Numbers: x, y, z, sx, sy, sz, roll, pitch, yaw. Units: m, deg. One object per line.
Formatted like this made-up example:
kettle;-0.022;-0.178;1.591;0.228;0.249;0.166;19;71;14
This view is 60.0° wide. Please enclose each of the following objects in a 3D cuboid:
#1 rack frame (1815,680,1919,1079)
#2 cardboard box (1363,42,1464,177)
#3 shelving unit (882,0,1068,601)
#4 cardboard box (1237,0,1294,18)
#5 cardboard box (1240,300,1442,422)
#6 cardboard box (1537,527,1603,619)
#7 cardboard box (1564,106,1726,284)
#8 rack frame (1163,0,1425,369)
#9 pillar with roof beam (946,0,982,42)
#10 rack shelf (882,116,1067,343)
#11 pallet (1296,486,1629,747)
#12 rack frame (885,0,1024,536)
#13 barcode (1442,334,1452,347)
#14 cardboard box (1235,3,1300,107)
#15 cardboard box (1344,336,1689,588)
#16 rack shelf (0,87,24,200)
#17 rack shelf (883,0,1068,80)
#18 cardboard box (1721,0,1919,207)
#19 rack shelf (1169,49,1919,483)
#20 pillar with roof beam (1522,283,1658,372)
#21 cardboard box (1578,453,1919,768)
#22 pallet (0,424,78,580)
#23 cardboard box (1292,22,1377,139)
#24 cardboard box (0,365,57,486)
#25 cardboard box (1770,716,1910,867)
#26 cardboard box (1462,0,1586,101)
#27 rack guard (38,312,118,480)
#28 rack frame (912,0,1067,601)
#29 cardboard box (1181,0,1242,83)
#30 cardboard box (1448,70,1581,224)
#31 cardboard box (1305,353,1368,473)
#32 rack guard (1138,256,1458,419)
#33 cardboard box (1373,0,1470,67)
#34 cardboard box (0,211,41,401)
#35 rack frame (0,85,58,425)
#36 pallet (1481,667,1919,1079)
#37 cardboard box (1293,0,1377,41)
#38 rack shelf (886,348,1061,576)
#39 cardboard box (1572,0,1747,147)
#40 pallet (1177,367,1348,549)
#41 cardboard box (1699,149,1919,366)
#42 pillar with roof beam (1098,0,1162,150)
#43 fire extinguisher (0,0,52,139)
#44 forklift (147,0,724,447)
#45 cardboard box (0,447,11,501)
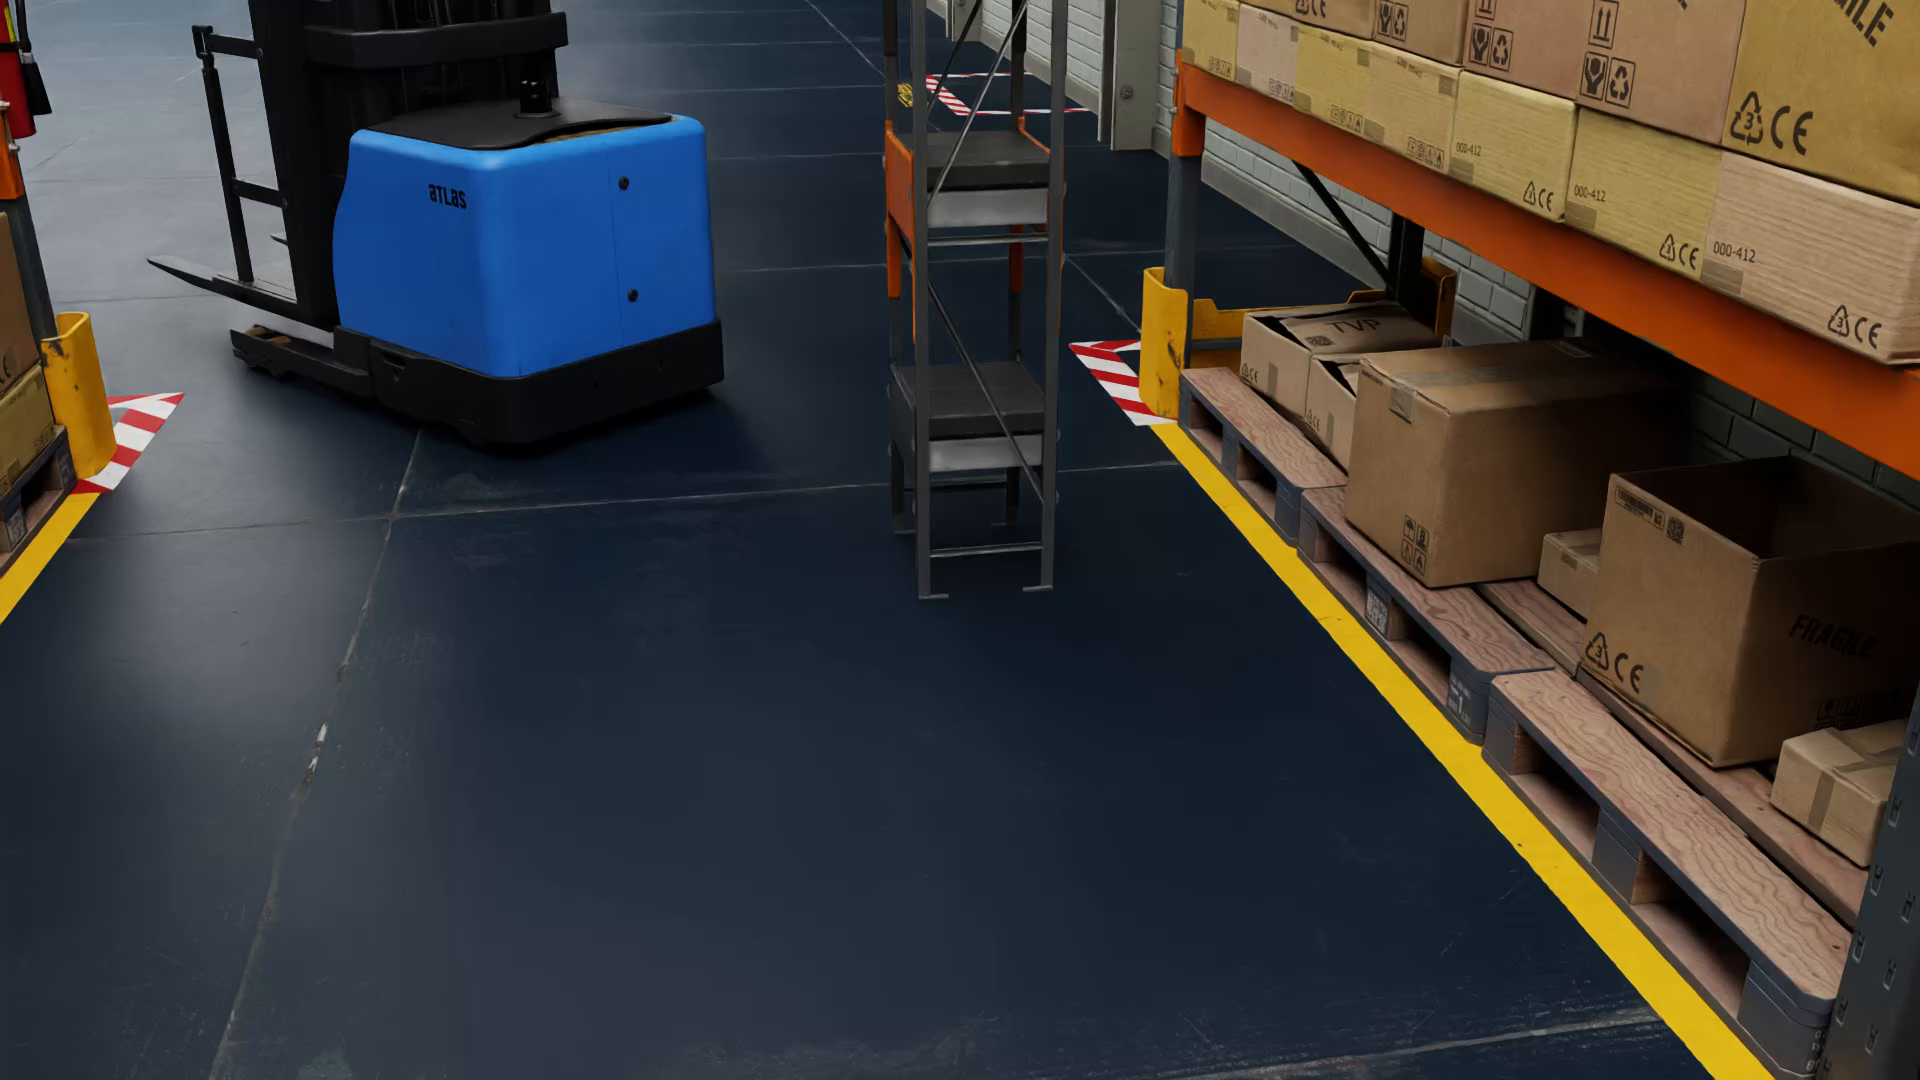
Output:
rack frame;2.021;-0.395;2.408;0.949;2.616;0.053;-4;24;-10
cardboard box;1.352;-1.091;4.163;0.500;0.250;0.500;-4;24;-9
shelving unit;0.031;-0.897;4.681;0.431;2.100;0.503;-4;24;-10
cardboard box;1.159;-1.848;4.959;0.500;0.500;0.500;-4;24;-10
cardboard box;1.324;-0.660;5.822;0.500;0.311;0.500;-7;25;-16
cardboard box;1.748;0.079;4.335;0.380;0.149;0.250;-6;24;-14
cardboard box;1.555;-0.697;3.260;0.500;0.250;0.500;-4;24;-10
rack frame;1.284;-1.969;6.011;1.000;3.000;0.127;-4;24;-10
pillar with roof beam;-4.186;-8.908;14.404;9.100;9.000;0.400;-4;24;-10
rack shelf;0.031;-0.885;4.686;0.431;0.518;0.480;-4;24;-10
pallet;1.636;0.140;4.666;1.003;0.211;1.213;-4;24;-10
rack frame;-0.015;-0.993;4.900;0.400;2.100;0.015;-4;24;-10
barcode;1.720;-0.686;5.872;0.001;0.075;0.075;-4;24;-10
cardboard box;1.173;-1.491;5.078;0.500;0.250;0.500;-5;24;-11
cardboard box;1.516;-0.230;4.602;0.700;0.500;0.500;-6;24;-13
rack shelf;-3.213;-0.485;3.511;1.077;0.370;4.000;-4;24;-10
rack shelf;0.031;-1.526;4.406;0.431;0.518;0.480;-4;24;-10
cardboard box;1.633;-0.843;2.657;0.500;0.500;0.500;-4;24;-10
rack shelf;1.654;-0.853;4.353;1.077;0.370;4.000;-4;24;-10
pillar with roof beam;-1.967;-4.188;3.597;9.100;9.000;0.400;-4;24;-10
cardboard box;1.793;0.143;3.748;0.500;0.500;0.500;-6;24;-14
pallet;-3.401;-0.025;5.044;1.003;0.211;1.213;-4;24;-10
cardboard box;1.261;-1.290;4.618;0.500;0.250;0.500;-5;24;-11
cardboard box;-3.194;-0.344;5.201;0.500;0.250;0.500;-4;24;-10
cardboard box;1.896;0.493;3.364;0.380;0.166;0.250;-8;25;-17
cardboard box;1.452;-1.238;3.561;0.500;0.500;0.500;-5;24;-11
rack guard;-3.588;-0.465;5.690;1.175;0.500;0.348;-4;24;-10
rack frame;0.076;-0.801;4.461;0.400;2.100;0.015;-4;24;-10
cardboard box;1.063;-1.694;5.543;0.500;0.250;0.500;-5;24;-11
cardboard box;1.446;-0.893;3.710;0.500;0.250;0.500;-4;24;-10
cardboard box;1.429;-0.435;5.309;0.500;0.311;0.500;-2;24;-5
rack guard;1.298;-0.794;6.442;1.175;0.500;0.348;-4;24;-10
cardboard box;1.355;-1.442;4.030;0.500;0.500;0.500;-4;24;-8
cardboard box;-3.192;-0.688;5.051;0.500;0.500;0.500;-4;24;-10
rack frame;-3.583;-1.601;5.168;1.000;3.000;0.127;-4;24;-10
pallet;1.865;0.621;3.565;1.003;0.211;1.213;-4;24;-10
cardboard box;1.248;-1.644;4.492;0.500;0.500;0.500;-5;24;-11
rack shelf;0.031;-0.243;4.966;0.431;0.518;0.480;-4;24;-10
cardboard box;1.535;-1.039;3.106;0.500;0.500;0.500;-4;24;-10
pallet;1.414;-0.339;5.763;1.003;0.211;1.213;-4;24;-10
cardboard box;1.639;-0.500;2.809;0.500;0.250;0.500;-4;24;-10
pillar with roof beam;-3.076;-6.548;9.000;9.100;9.000;0.400;-4;24;-10
fire extinguisher;-3.149;-1.646;5.368;0.296;0.674;0.183;-4;24;-10
forklift;-2.377;-2.147;6.505;3.031;2.935;1.130;19;30;36
cardboard box;-3.089;-0.148;4.753;0.500;0.250;0.500;-4;24;-10
